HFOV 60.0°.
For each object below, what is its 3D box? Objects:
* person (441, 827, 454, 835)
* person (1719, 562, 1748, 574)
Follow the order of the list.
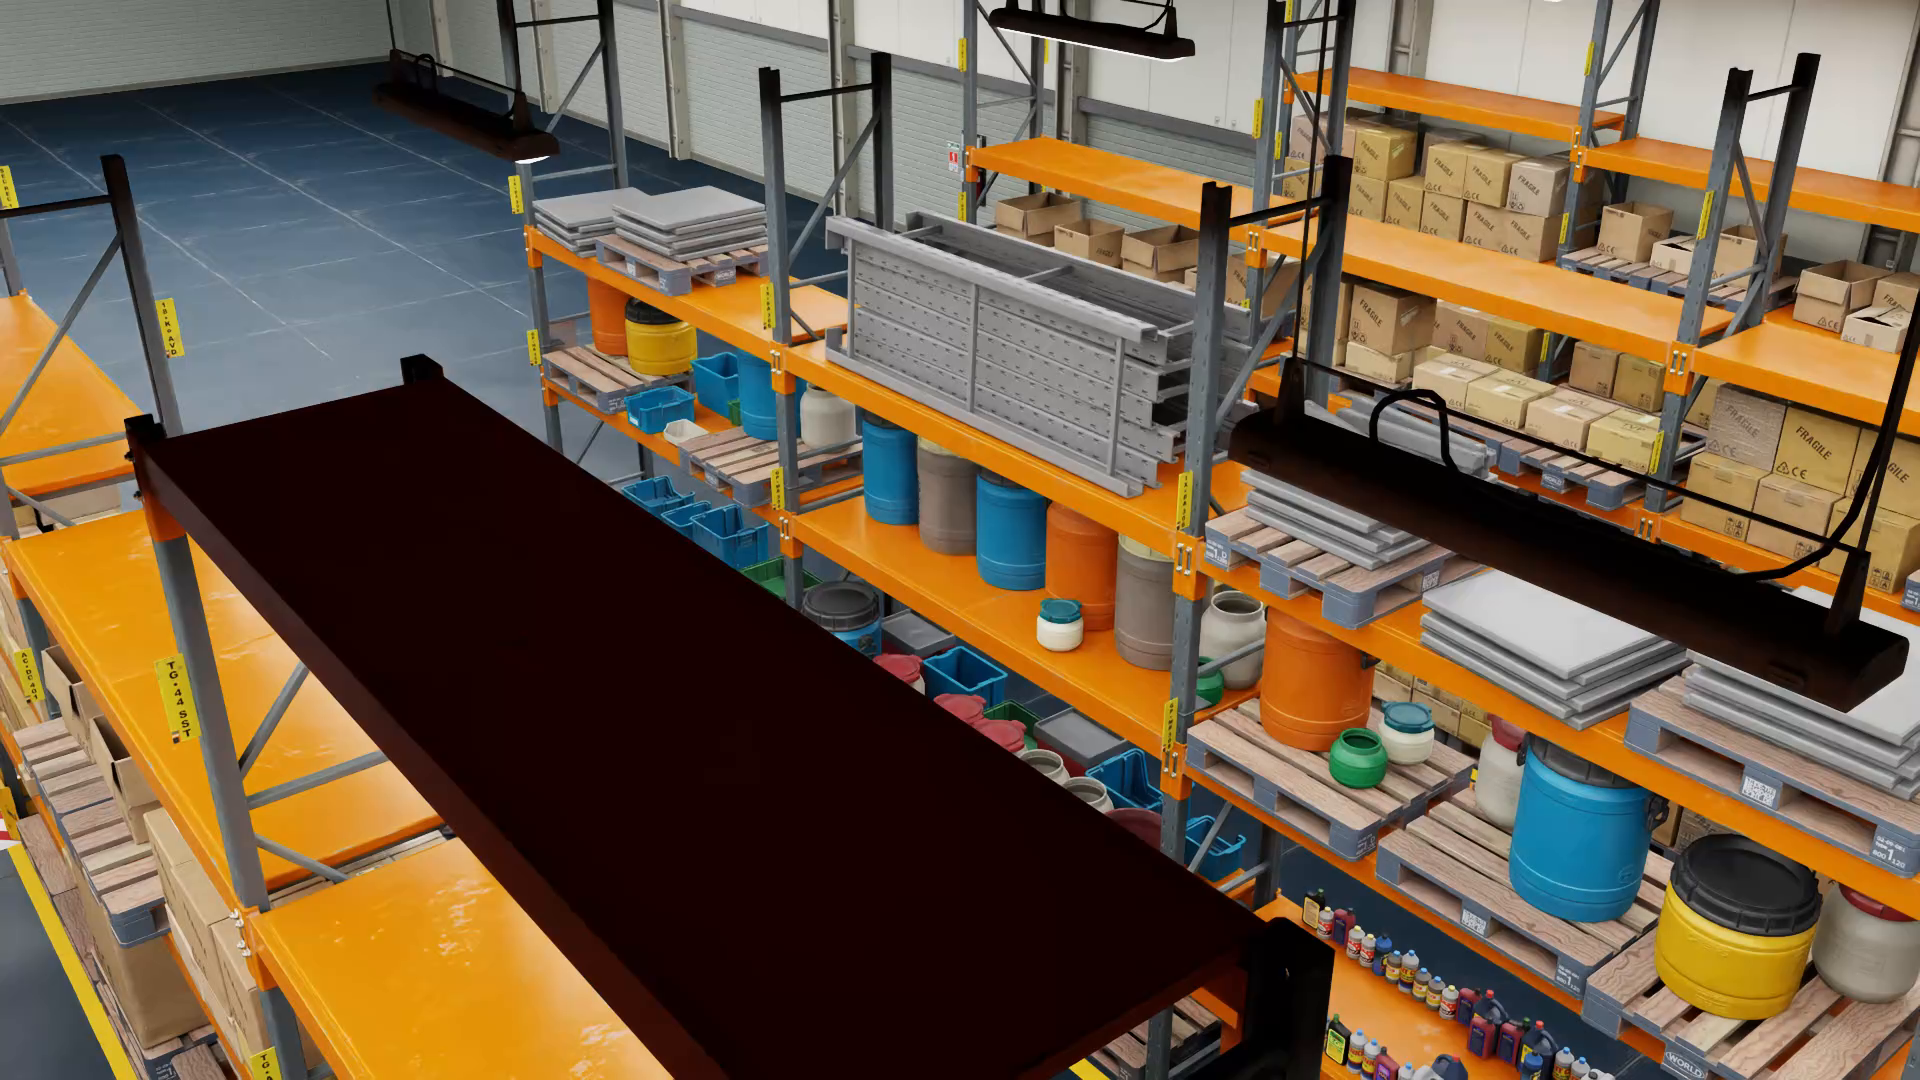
[{"bbox_3d":[-4.179,1.380,13.353,0.563,1.735,0.995,-1,26,-2],"label":"person"},{"bbox_3d":[7.284,0.330,15.699,0.556,1.603,1.064,-18,31,-32],"label":"person"}]
